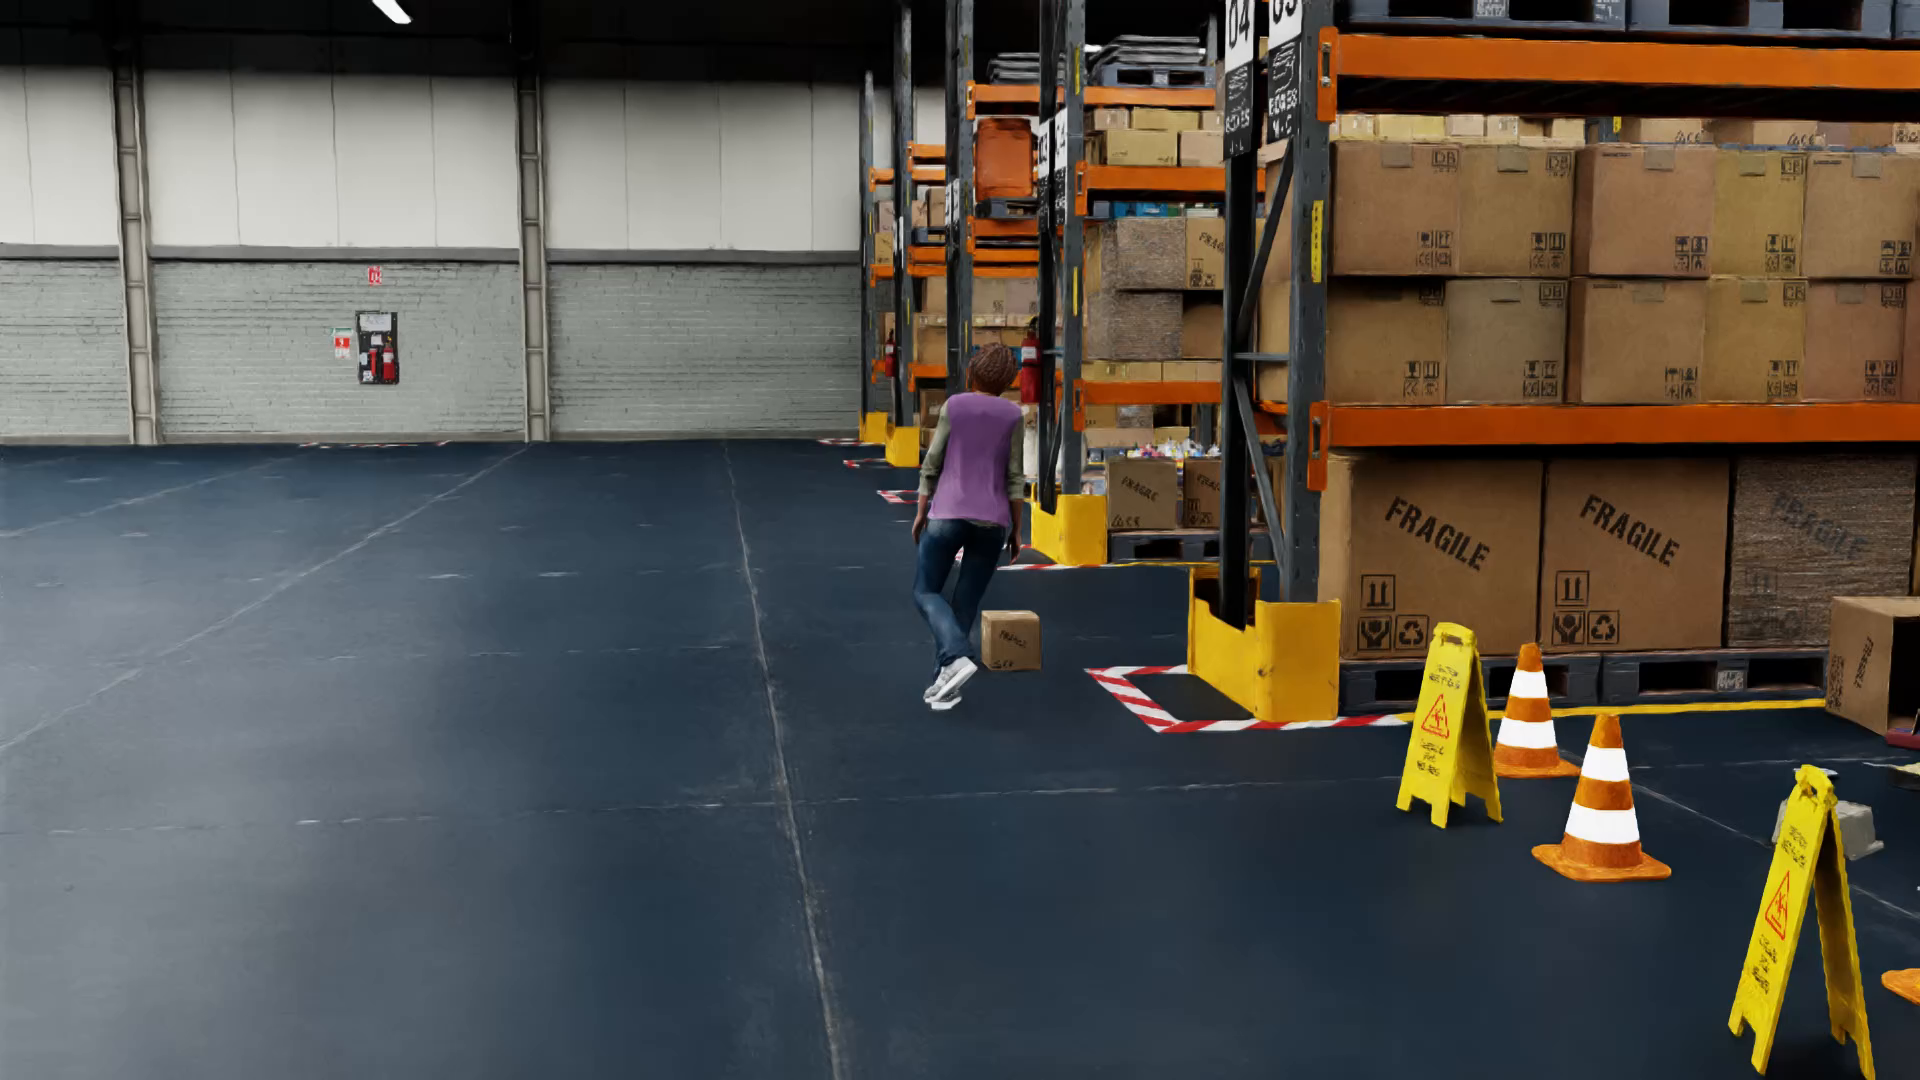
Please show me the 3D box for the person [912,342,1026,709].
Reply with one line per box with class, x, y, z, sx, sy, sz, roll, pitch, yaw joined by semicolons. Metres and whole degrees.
person;0.053;-0.048;7.009;0.470;1.561;0.517;-1;7;-10
